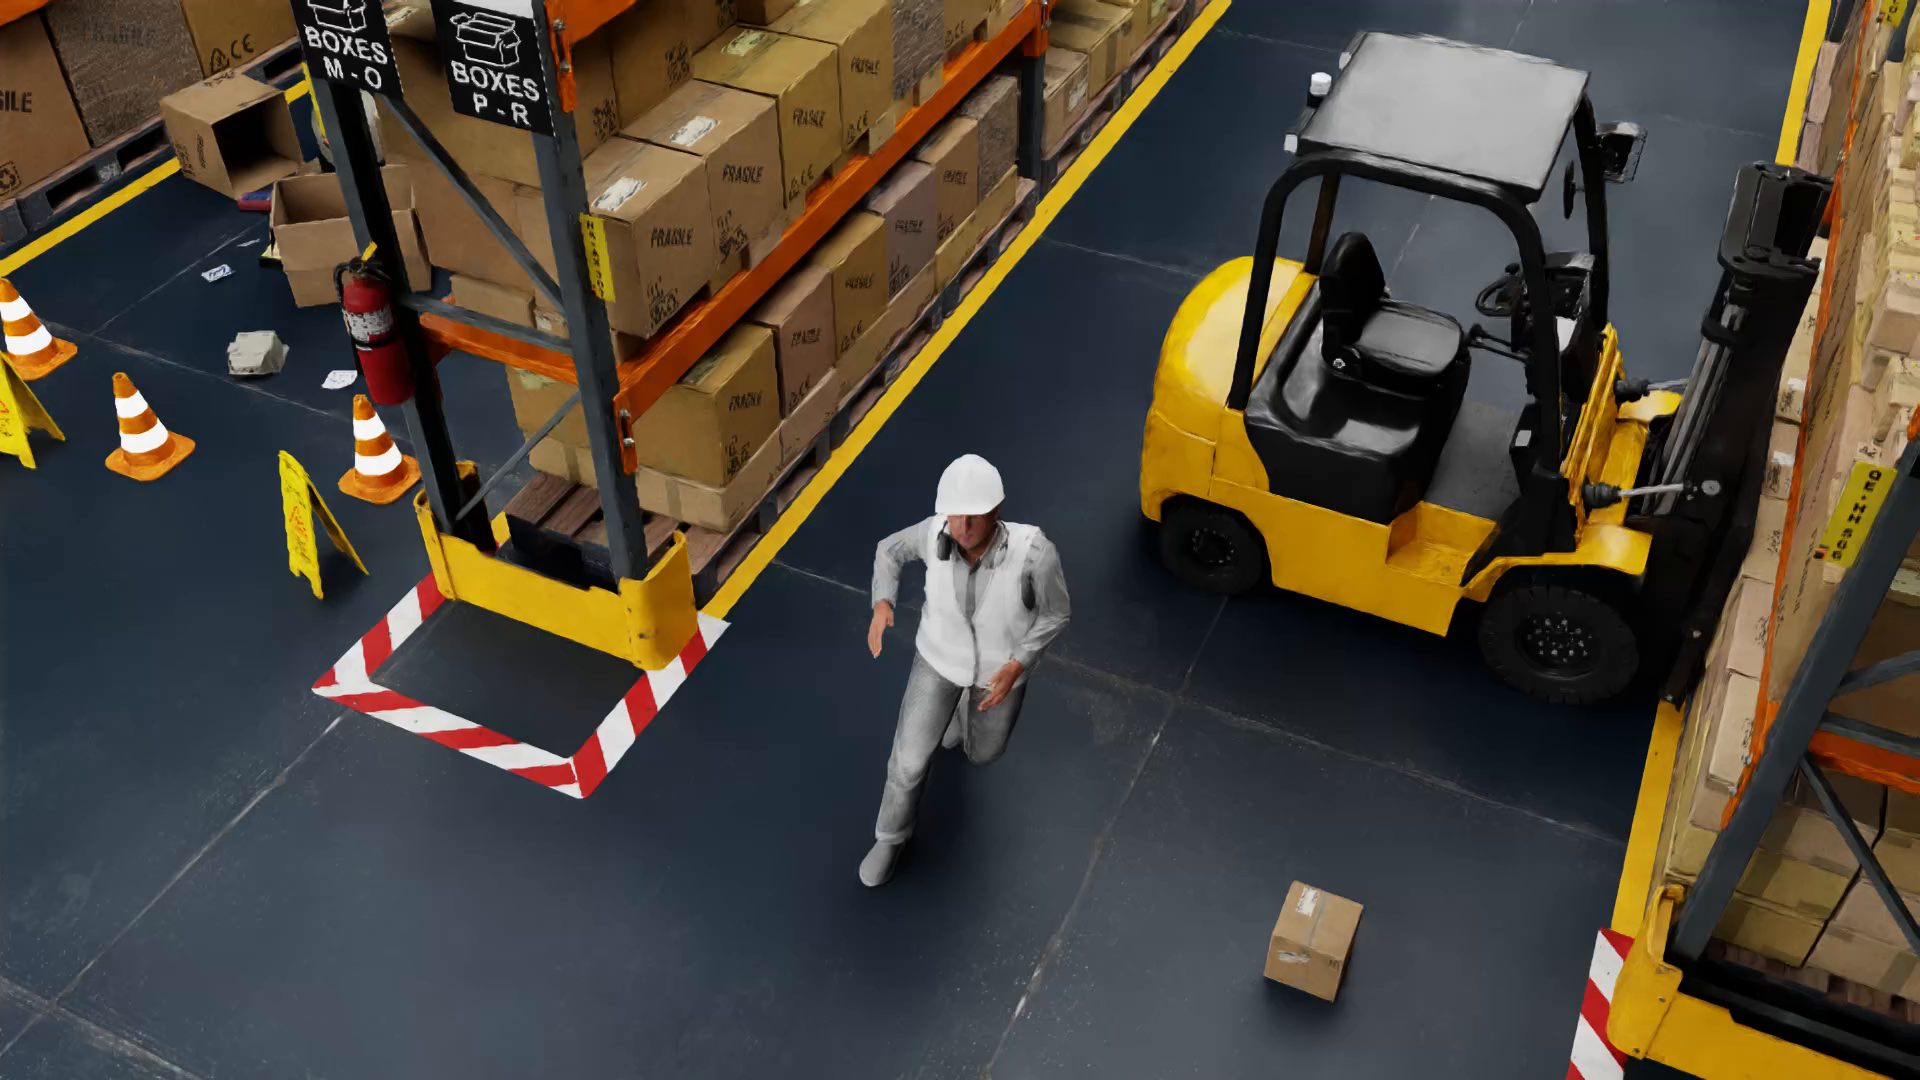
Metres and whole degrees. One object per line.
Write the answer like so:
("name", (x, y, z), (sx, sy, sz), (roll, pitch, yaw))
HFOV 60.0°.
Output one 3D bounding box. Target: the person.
("person", (0.013, 0.387, 5.811), (0.727, 1.633, 0.937), (2, 42, 2))
